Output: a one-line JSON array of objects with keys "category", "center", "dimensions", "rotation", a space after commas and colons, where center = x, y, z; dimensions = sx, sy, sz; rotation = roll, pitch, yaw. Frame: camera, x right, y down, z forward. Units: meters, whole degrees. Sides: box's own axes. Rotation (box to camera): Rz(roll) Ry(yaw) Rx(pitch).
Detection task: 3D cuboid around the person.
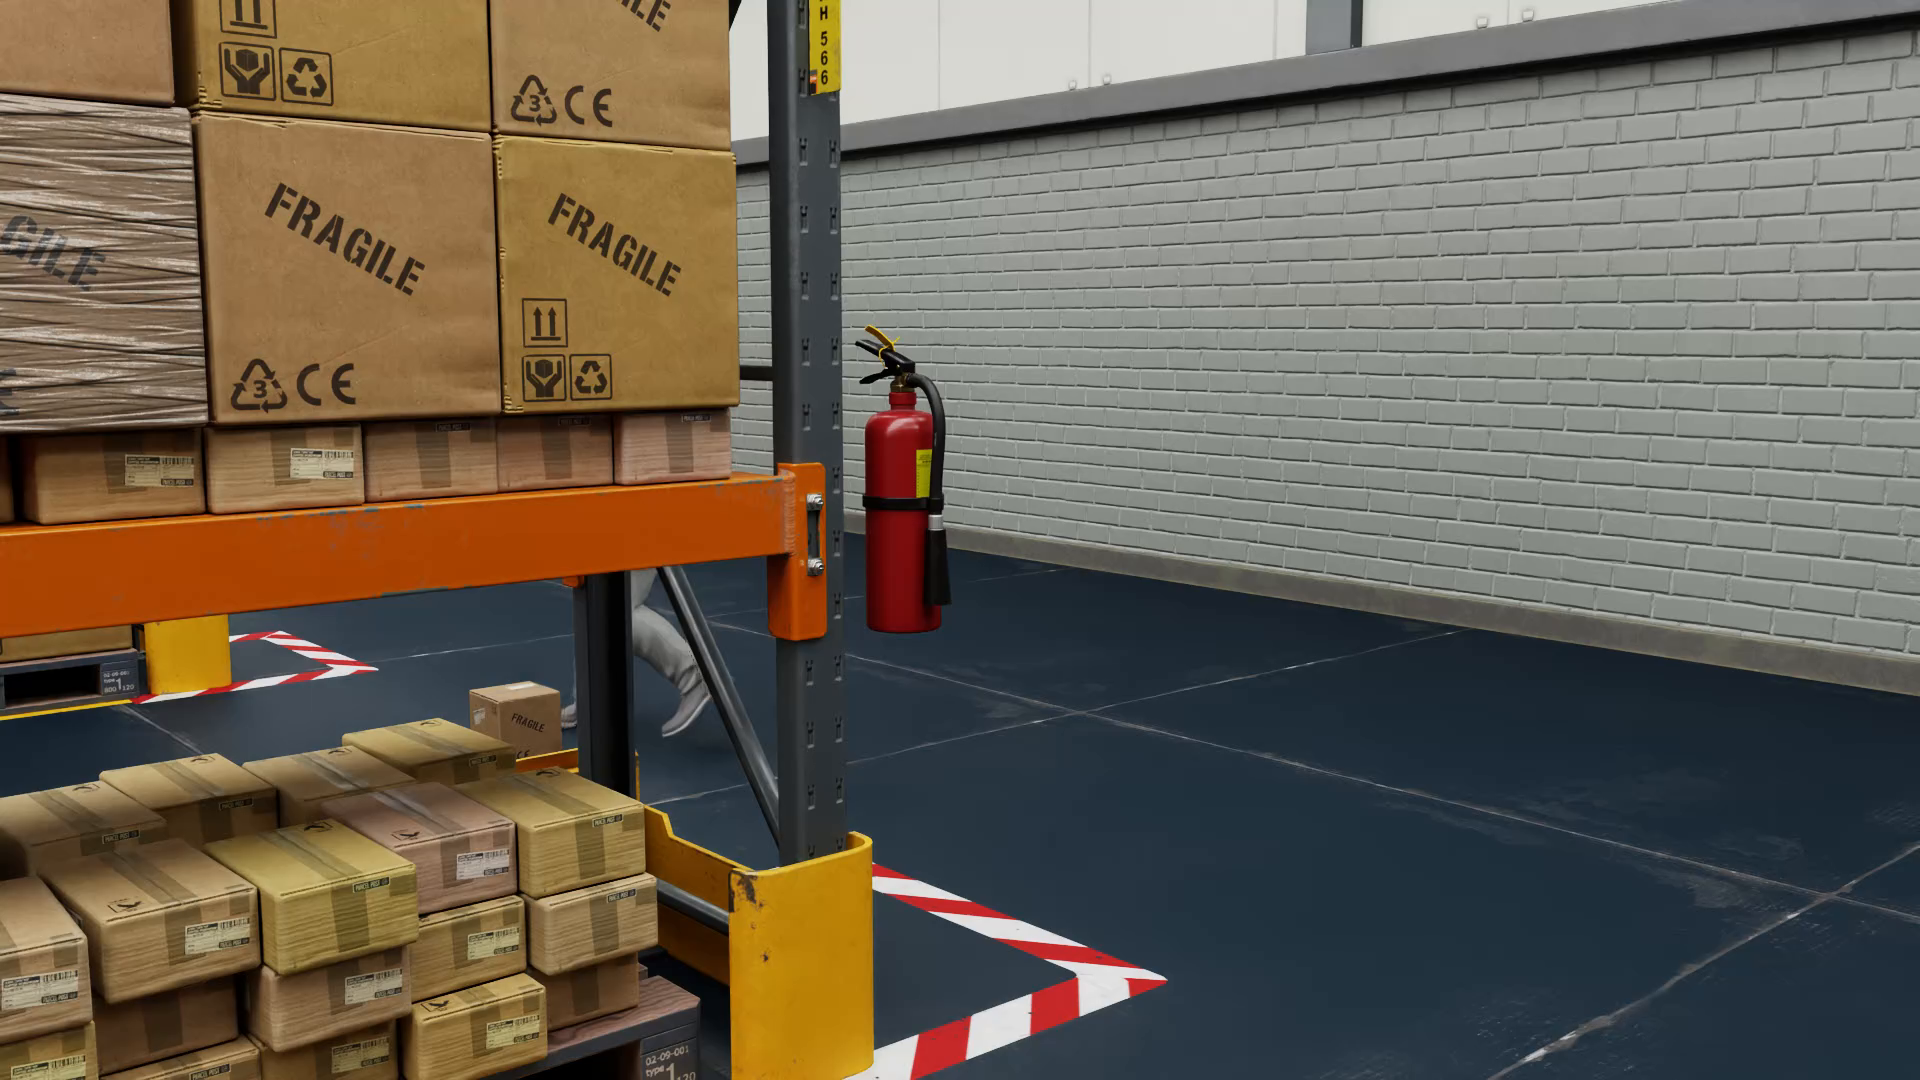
[{"category": "person", "center": [-1.317, -0.096, 6.506], "dimensions": [0.630, 1.740, 0.658], "rotation": [-3, 8, -24]}]
